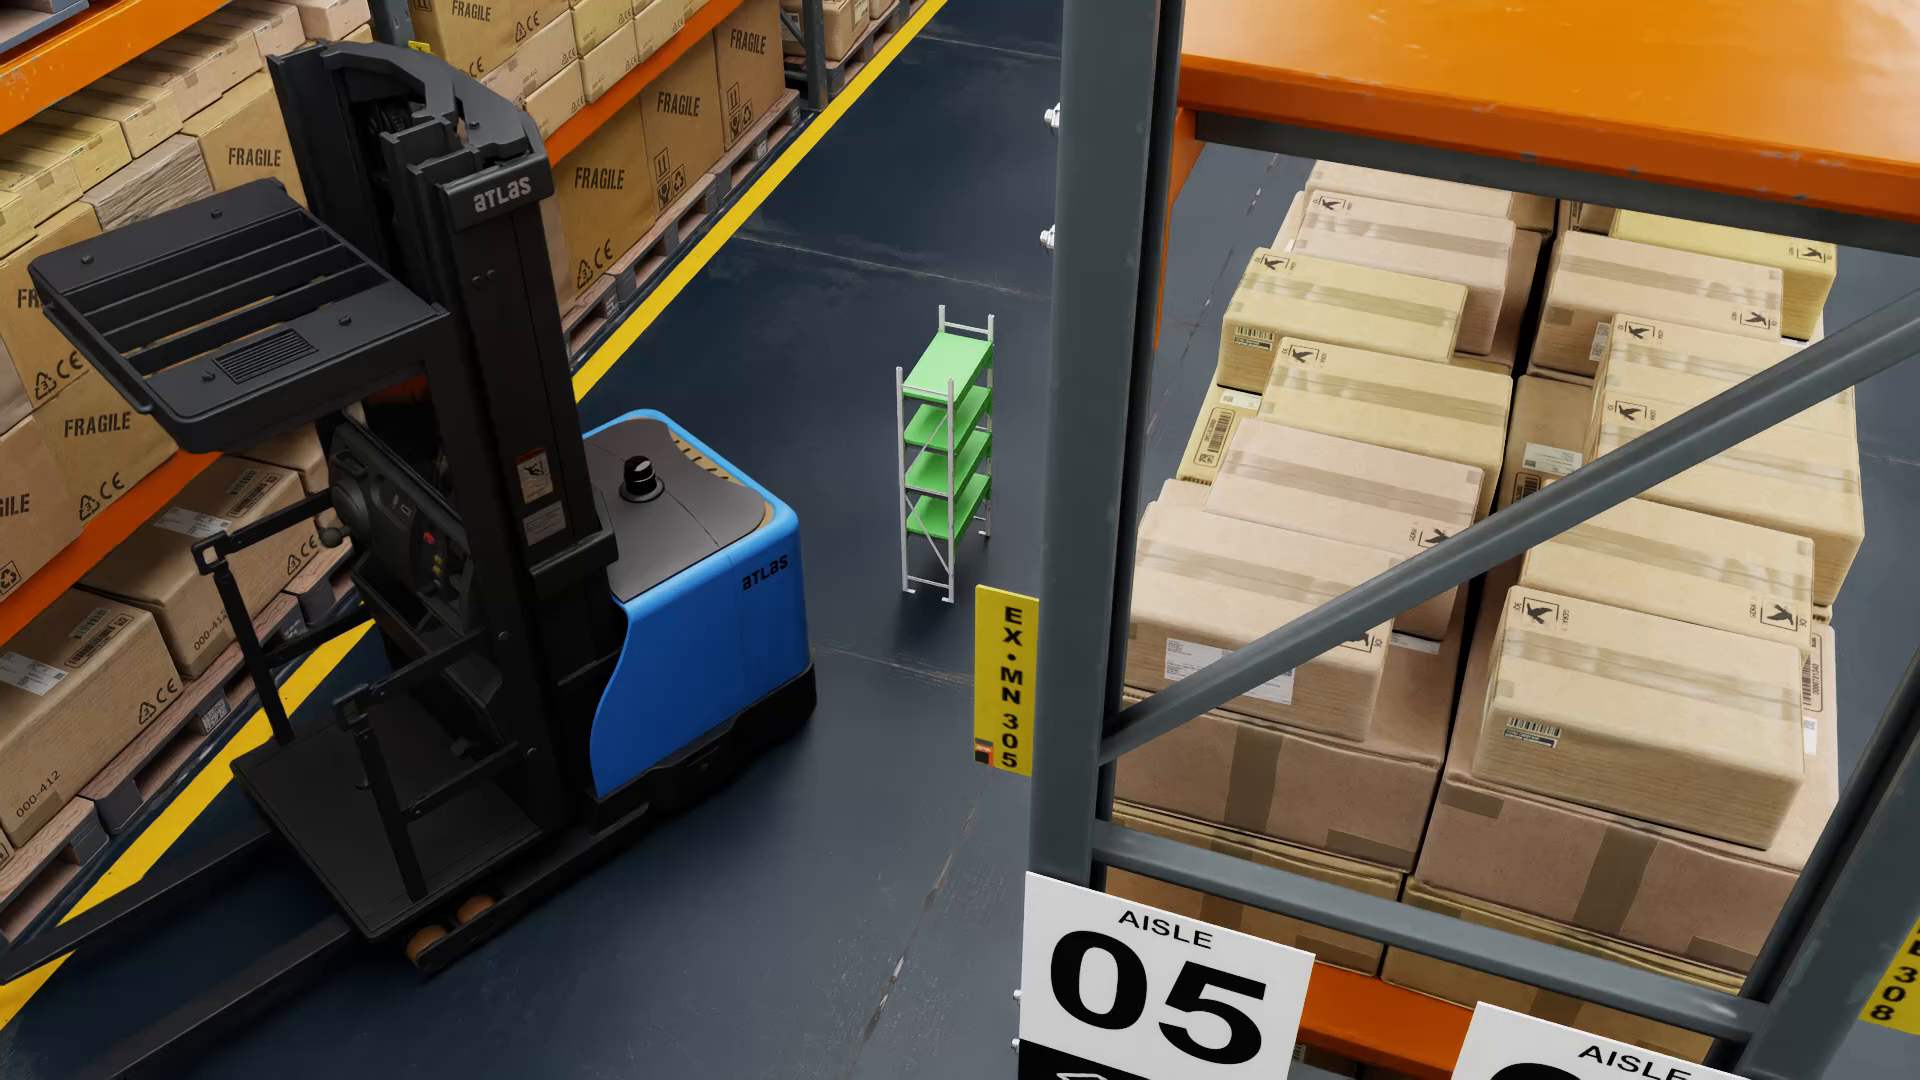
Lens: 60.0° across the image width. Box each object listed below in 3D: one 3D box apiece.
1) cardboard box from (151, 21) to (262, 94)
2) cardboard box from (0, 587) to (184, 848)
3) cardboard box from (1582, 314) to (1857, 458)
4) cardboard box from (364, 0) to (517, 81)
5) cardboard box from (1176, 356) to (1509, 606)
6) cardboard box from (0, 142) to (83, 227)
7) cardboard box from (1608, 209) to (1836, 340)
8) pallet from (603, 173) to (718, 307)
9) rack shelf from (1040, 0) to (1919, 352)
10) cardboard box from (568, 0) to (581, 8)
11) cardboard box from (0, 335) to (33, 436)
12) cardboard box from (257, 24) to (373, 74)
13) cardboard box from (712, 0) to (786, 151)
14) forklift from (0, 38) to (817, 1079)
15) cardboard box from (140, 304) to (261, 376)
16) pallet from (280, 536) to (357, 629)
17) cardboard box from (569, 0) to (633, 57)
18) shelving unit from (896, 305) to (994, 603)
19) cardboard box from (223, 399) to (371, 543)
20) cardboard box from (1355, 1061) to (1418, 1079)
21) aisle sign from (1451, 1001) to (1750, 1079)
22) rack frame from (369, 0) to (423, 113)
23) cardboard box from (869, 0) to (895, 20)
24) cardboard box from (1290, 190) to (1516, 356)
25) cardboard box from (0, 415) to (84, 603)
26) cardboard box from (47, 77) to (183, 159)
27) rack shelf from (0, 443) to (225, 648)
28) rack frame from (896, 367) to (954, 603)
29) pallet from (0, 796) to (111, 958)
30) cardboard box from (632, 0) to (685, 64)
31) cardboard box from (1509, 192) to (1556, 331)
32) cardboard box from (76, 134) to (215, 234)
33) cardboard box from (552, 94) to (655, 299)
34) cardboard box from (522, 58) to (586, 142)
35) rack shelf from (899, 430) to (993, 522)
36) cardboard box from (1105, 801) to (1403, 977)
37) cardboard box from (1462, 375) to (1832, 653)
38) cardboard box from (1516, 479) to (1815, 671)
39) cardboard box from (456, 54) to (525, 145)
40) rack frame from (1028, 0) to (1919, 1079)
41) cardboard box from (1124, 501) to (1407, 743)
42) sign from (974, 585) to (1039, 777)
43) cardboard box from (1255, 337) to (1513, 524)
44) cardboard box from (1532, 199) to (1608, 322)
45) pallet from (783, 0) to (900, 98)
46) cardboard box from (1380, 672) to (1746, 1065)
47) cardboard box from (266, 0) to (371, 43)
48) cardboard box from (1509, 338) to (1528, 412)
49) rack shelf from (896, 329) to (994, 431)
[{"bbox_3d":[-2.829,-1.792,6.146,0.380,0.149,0.250,13,42,15],"label":"cardboard box"},{"bbox_3d":[-3.668,0.598,6.342,0.875,0.438,0.875,14,43,16],"label":"cardboard box"},{"bbox_3d":[1.256,-0.217,2.759,0.380,0.149,0.250,14,42,16],"label":"cardboard box"},{"bbox_3d":[-2.316,-2.295,7.235,0.500,0.500,0.500,14,42,16],"label":"cardboard box"},{"bbox_3d":[0.674,-0.119,2.952,0.500,0.250,0.500,12,42,14],"label":"cardboard box"},{"bbox_3d":[-3.109,-1.160,5.405,0.380,0.149,0.250,13,42,15],"label":"cardboard box"},{"bbox_3d":[1.424,-0.538,3.135,0.380,0.149,0.250,15,43,16],"label":"cardboard box"},{"bbox_3d":[-2.128,-1.845,9.704,1.003,0.211,1.213,13,42,15],"label":"pallet"},{"bbox_3d":[1.266,-1.422,2.994,1.077,0.370,4.000,13,42,15],"label":"rack shelf"},{"bbox_3d":[-1.994,-2.917,7.964,0.500,0.500,0.500,12,42,14],"label":"cardboard box"},{"bbox_3d":[-3.334,-0.513,5.146,0.500,0.500,0.500,13,42,15],"label":"cardboard box"},{"bbox_3d":[-2.638,-1.741,6.586,0.500,0.500,0.500,13,42,15],"label":"cardboard box"},{"bbox_3d":[-1.683,-3.060,10.293,0.875,0.875,0.875,13,42,15],"label":"cardboard box"},{"bbox_3d":[-2.005,0.031,5.409,3.031,2.935,1.130,-31,49,-31],"label":"forklift"},{"bbox_3d":[-2.984,-0.746,6.189,0.500,0.500,0.500,13,42,14],"label":"cardboard box"},{"bbox_3d":[-3.070,-0.165,7.734,1.003,0.211,1.213,13,42,15],"label":"pallet"},{"bbox_3d":[-1.972,-2.637,8.214,0.500,0.250,0.500,14,42,16],"label":"cardboard box"},{"bbox_3d":[-0.057,-0.355,7.196,0.258,1.200,0.503,13,42,15],"label":"shelving unit"},{"bbox_3d":[-3.052,-0.498,7.627,0.875,0.438,0.875,13,42,14],"label":"cardboard box"},{"bbox_3d":[0.985,1.058,3.076,0.500,0.500,0.500,13,42,15],"label":"cardboard box"},{"bbox_3d":[0.839,0.927,2.303,0.394,0.787,0.004,13,42,15],"label":"aisle sign"},{"bbox_3d":[-2.737,-1.672,7.352,1.000,3.000,0.127,13,42,15],"label":"rack frame"},{"bbox_3d":[-0.921,-4.066,11.859,0.950,0.372,0.625,13,42,14],"label":"cardboard box"},{"bbox_3d":[0.815,-0.501,3.092,0.380,0.149,0.250,12,42,14],"label":"cardboard box"},{"bbox_3d":[-3.333,-0.120,5.457,0.500,0.500,0.500,13,42,15],"label":"cardboard box"},{"bbox_3d":[-2.951,-1.473,5.772,0.380,0.149,0.250,13,42,15],"label":"cardboard box"},{"bbox_3d":[-3.420,-0.179,6.156,1.077,0.370,4.000,13,42,15],"label":"rack shelf"},{"bbox_3d":[-0.140,-0.207,7.021,0.240,1.200,0.015,13,42,15],"label":"rack frame"},{"bbox_3d":[-3.904,1.323,5.990,1.003,0.211,1.213,13,42,15],"label":"pallet"},{"bbox_3d":[-1.793,-2.753,8.734,0.500,0.250,0.500,13,42,14],"label":"cardboard box"},{"bbox_3d":[1.035,-0.736,3.675,0.500,0.250,0.500,12,42,13],"label":"cardboard box"},{"bbox_3d":[-2.985,-1.121,5.859,0.500,0.500,0.500,14,42,16],"label":"cardboard box"},{"bbox_3d":[-2.298,-1.972,9.017,0.875,0.875,0.875,14,43,16],"label":"cardboard box"},{"bbox_3d":[-2.162,-2.141,8.017,0.500,0.250,0.500,12,42,14],"label":"cardboard box"},{"bbox_3d":[-0.057,-0.307,7.237,0.258,0.148,0.480,13,42,15],"label":"rack shelf"},{"bbox_3d":[0.489,0.384,2.746,0.500,0.250,0.500,12,42,14],"label":"cardboard box"},{"bbox_3d":[1.154,0.002,2.810,0.500,0.250,0.500,13,42,15],"label":"cardboard box"},{"bbox_3d":[1.010,0.080,2.411,0.380,0.149,0.250,15,43,17],"label":"cardboard box"},{"bbox_3d":[-2.321,-2.011,7.480,0.500,0.250,0.500,12,42,14],"label":"cardboard box"},{"bbox_3d":[0.582,-0.478,1.330,1.000,3.000,0.127,13,42,15],"label":"rack frame"},{"bbox_3d":[0.419,0.111,2.375,0.380,0.149,0.250,13,42,15],"label":"cardboard box"},{"bbox_3d":[0.067,0.191,2.175,0.100,0.325,0.005,13,42,15],"label":"sign"},{"bbox_3d":[0.683,-0.175,2.709,0.380,0.149,0.250,12,42,14],"label":"cardboard box"},{"bbox_3d":[1.509,-0.613,3.530,0.500,0.250,0.500,12,42,13],"label":"cardboard box"},{"bbox_3d":[-1.100,-3.527,11.675,1.003,0.211,1.213,13,42,15],"label":"pallet"},{"bbox_3d":[0.976,0.504,2.607,0.500,0.250,0.500,15,43,17],"label":"cardboard box"},{"bbox_3d":[-2.543,-2.079,6.482,0.380,0.149,0.250,12,42,14],"label":"cardboard box"},{"bbox_3d":[1.324,-0.134,3.354,0.500,0.250,0.500,12,42,14],"label":"cardboard box"},{"bbox_3d":[-0.057,-0.672,6.926,0.258,0.148,0.480,13,42,15],"label":"rack shelf"}]
